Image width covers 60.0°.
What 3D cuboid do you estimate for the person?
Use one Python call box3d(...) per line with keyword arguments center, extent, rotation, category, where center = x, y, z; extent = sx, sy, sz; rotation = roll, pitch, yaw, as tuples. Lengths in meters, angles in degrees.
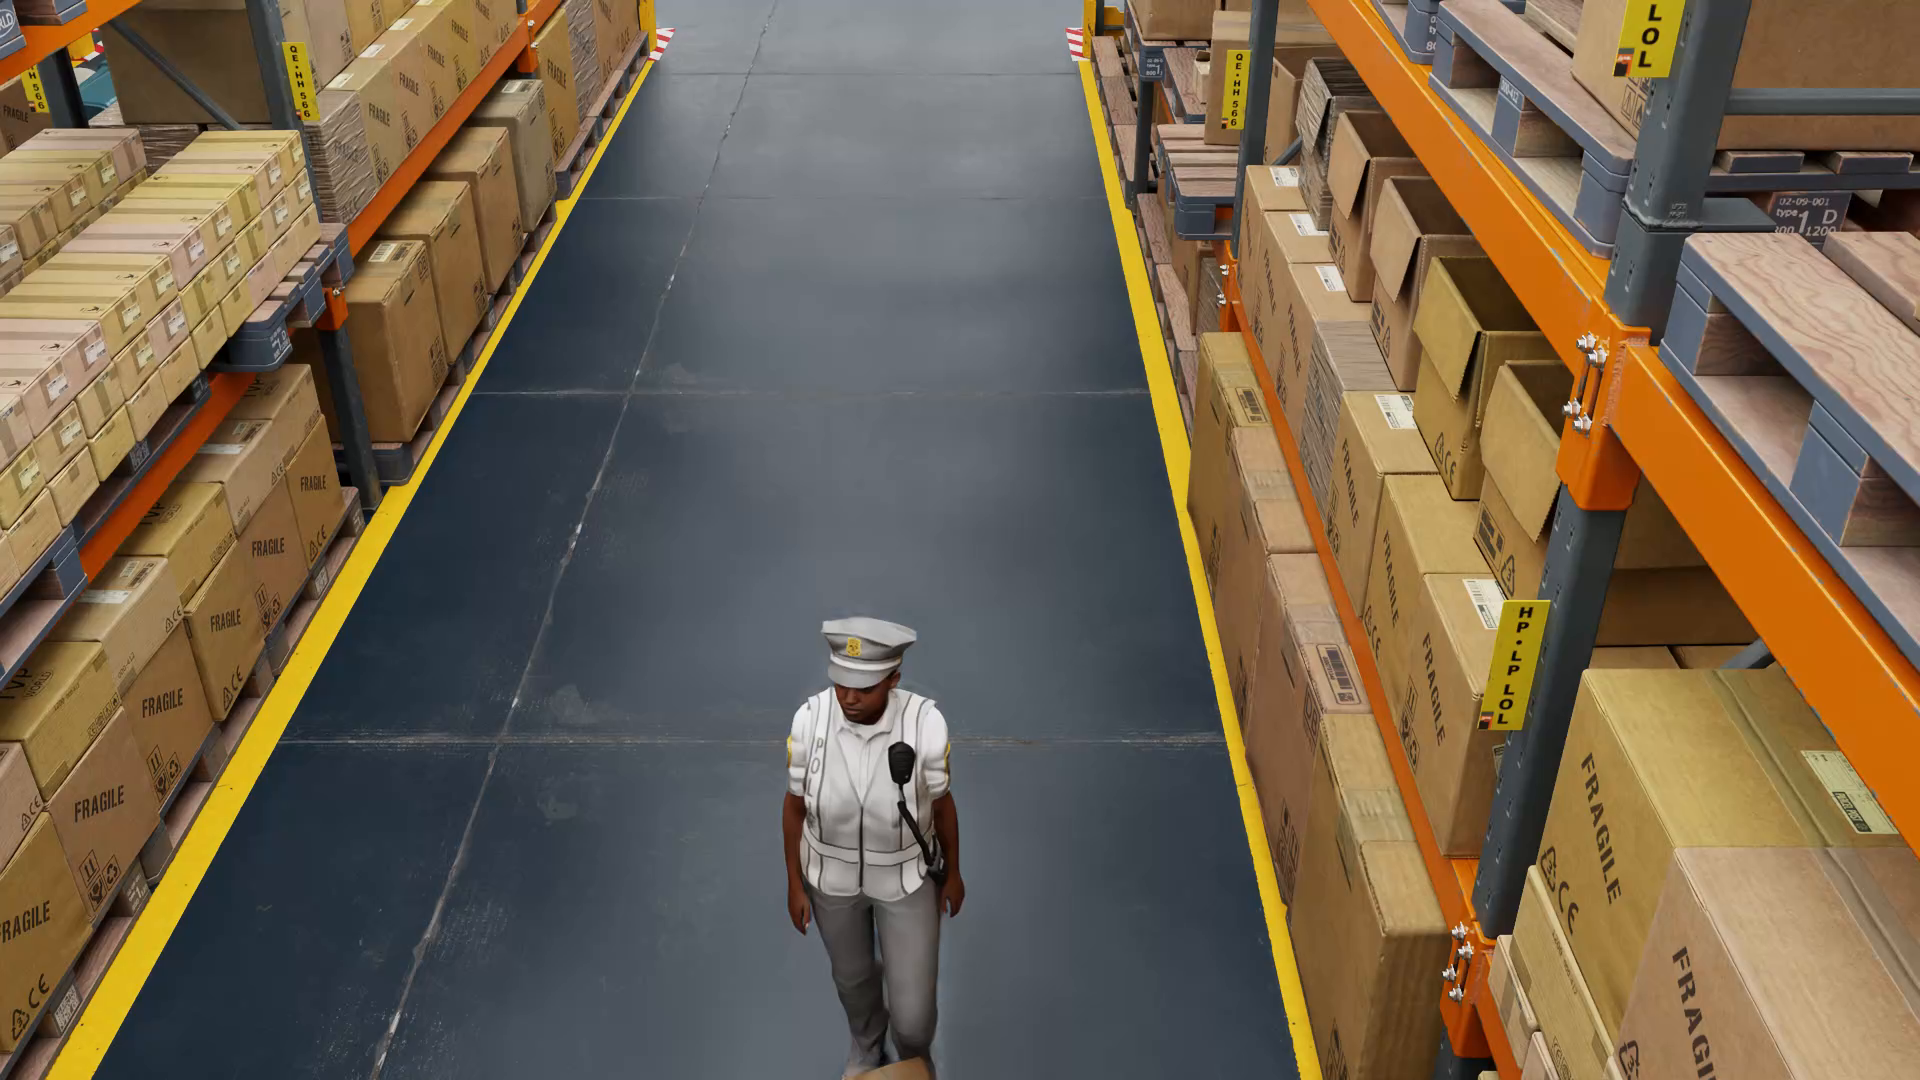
box3d(center=(-0.244, 0.953, 4.551), extent=(0.486, 1.714, 0.468), rotation=(5, 32, 8), category="person")
